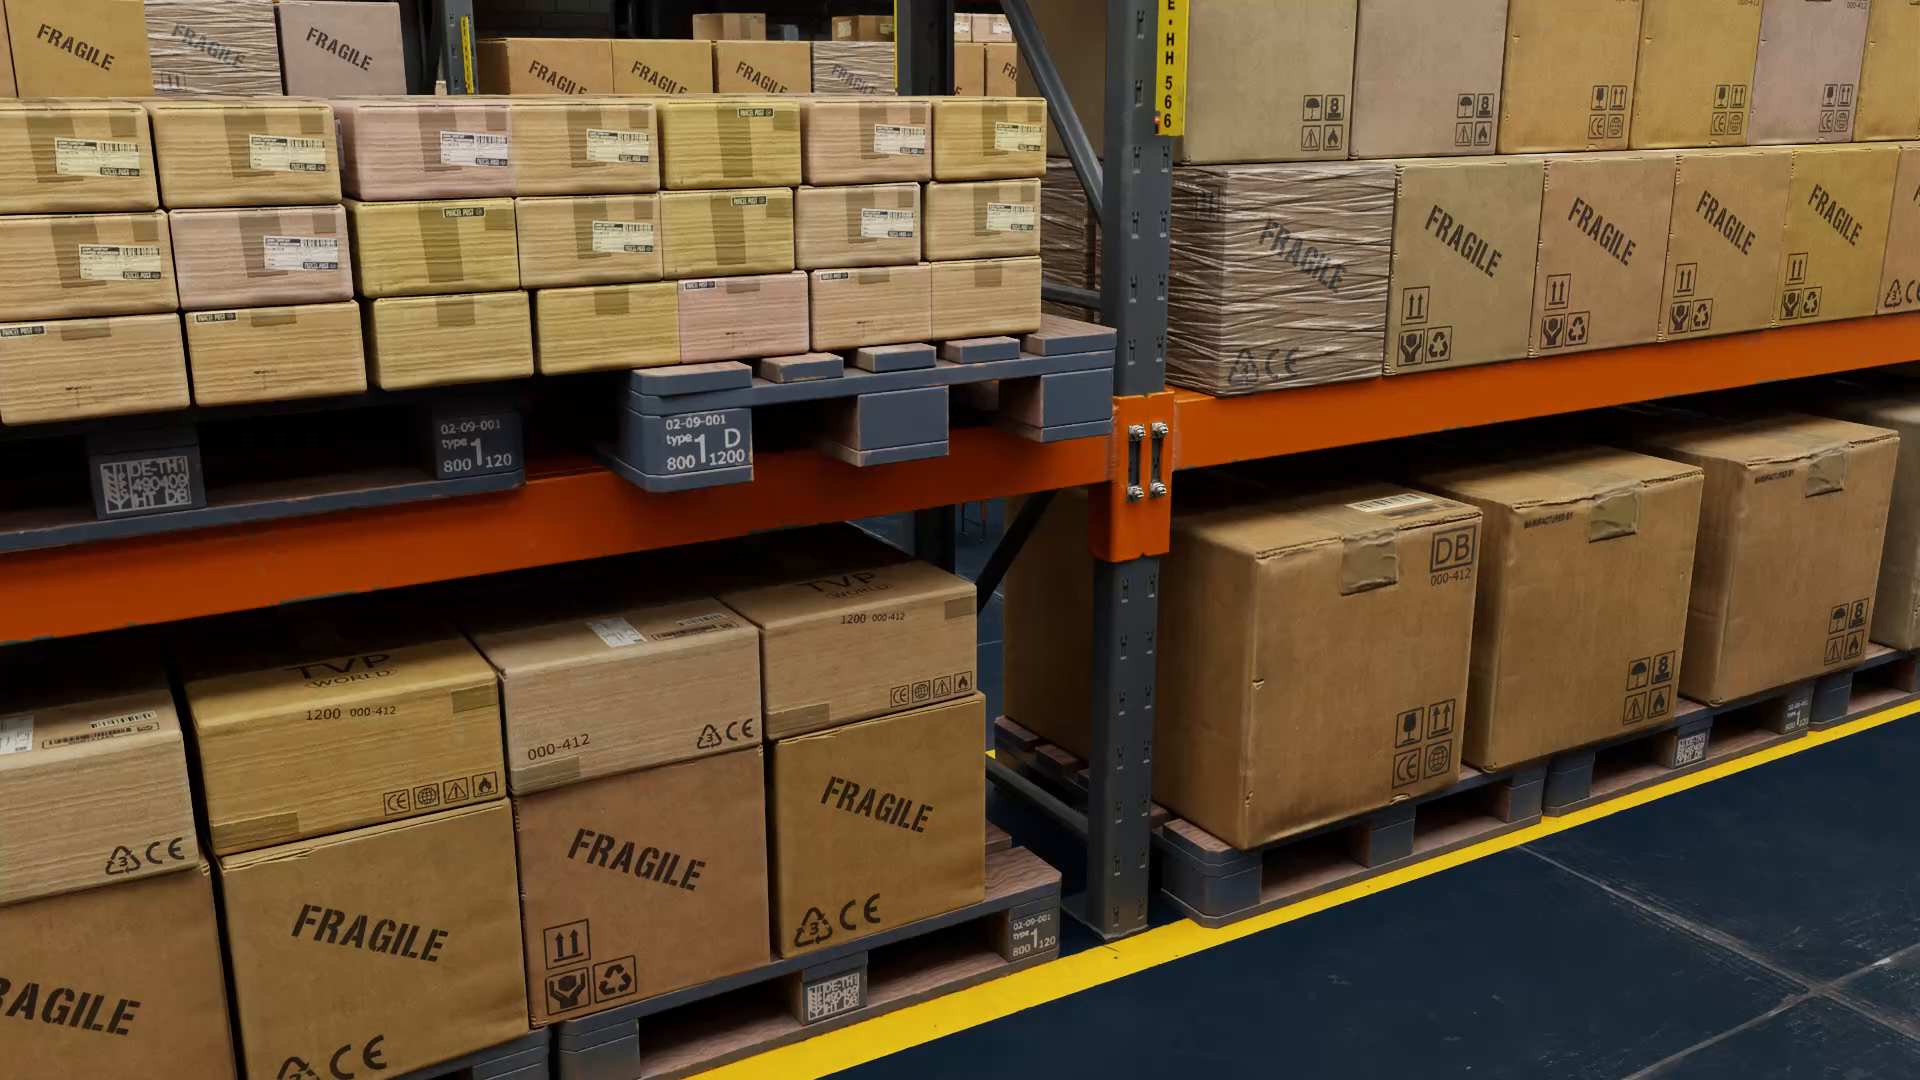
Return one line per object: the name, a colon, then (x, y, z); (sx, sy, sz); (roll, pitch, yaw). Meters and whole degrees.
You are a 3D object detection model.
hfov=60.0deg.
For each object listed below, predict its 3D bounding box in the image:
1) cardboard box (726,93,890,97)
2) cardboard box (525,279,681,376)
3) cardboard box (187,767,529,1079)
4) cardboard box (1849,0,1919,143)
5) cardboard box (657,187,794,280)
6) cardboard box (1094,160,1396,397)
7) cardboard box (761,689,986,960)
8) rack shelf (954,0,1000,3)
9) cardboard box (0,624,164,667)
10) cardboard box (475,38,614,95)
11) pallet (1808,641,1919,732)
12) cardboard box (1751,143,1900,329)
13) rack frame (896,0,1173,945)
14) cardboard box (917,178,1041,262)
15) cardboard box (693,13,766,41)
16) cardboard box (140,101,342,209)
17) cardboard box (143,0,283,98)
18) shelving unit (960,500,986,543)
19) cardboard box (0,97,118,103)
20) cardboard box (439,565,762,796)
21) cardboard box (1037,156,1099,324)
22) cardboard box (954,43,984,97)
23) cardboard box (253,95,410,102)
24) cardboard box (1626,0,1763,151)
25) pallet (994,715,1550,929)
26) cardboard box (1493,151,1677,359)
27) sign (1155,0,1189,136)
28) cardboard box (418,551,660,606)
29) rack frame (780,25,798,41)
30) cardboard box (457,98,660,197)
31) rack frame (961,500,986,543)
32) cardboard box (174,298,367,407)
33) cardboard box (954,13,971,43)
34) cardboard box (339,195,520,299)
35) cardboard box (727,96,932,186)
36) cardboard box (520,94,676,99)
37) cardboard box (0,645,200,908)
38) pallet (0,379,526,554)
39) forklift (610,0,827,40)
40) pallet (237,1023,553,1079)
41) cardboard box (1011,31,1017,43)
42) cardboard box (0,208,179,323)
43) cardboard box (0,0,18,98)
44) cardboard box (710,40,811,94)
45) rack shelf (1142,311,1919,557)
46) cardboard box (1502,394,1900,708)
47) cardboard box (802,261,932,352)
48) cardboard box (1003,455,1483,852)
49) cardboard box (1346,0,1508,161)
cardboard box: (-0.354, -0.951, 3.830); (0.250, 0.149, 0.380); (-9, 18, -30)
cardboard box: (-0.690, -0.406, 2.987); (0.250, 0.149, 0.380); (-9, 18, -30)
cardboard box: (-1.176, 0.699, 3.213); (0.500, 0.500, 0.500); (-10, 19, -32)
cardboard box: (2.712, -1.546, 5.331); (0.500, 0.500, 0.700); (-10, 18, -31)
cardboard box: (-0.496, -0.579, 3.054); (0.250, 0.149, 0.380); (-9, 18, -28)
cardboard box: (0.669, -0.651, 3.990); (0.500, 0.500, 0.500); (-9, 18, -29)
cardboard box: (-0.284, 0.550, 3.743); (0.500, 0.500, 0.500); (-9, 18, -30)
rack shelf: (0.093, -4.814, 14.802); (4.000, 0.370, 1.077); (-9, 18, -30)
cardboard box: (-1.882, 0.286, 3.296); (0.500, 0.250, 0.500); (-10, 19, -32)
cardboard box: (-1.986, -2.137, 7.961); (0.500, 0.500, 0.500); (-10, 18, -31)
pallet: (2.952, 0.308, 5.919); (1.213, 0.211, 1.003); (-9, 18, -30)
cardboard box: (2.398, -0.932, 4.994); (0.500, 0.500, 0.500); (-9, 18, -29)
rack frame: (0.145, -0.603, 4.004); (0.127, 3.000, 1.000); (-9, 18, -30)
cardboard box: (-0.044, -0.654, 3.320); (0.250, 0.149, 0.380); (-9, 18, -29)
cardboard box: (-1.233, -2.733, 8.886); (0.250, 0.149, 0.380); (-10, 19, -32)
cardboard box: (-1.148, -0.617, 2.640); (0.250, 0.149, 0.380); (-8, 18, -27)
cardboard box: (-3.235, -2.058, 7.158); (0.500, 0.500, 0.500); (-9, 18, -29)
shelving unit: (-0.046, -0.498, 7.242); (0.252, 1.050, 0.215); (-9, 18, -30)
cardboard box: (-1.692, -0.735, 3.058); (0.250, 0.149, 0.380); (-10, 18, -30)
cardboard box: (-0.733, 0.266, 3.369); (0.500, 0.250, 0.500); (-9, 18, -29)
cardboard box: (0.393, -0.776, 4.436); (0.500, 0.500, 0.500); (-9, 18, -30)
cardboard box: (-0.209, -2.427, 8.997); (0.500, 0.500, 0.500); (-9, 18, -28)
cardboard box: (-1.250, -0.806, 3.312); (0.250, 0.149, 0.380); (-8, 18, -27)
cardboard box: (1.845, -1.406, 4.832); (0.500, 0.500, 0.700); (-9, 18, -30)
pallet: (0.860, 0.647, 4.709); (1.213, 0.211, 1.003); (-9, 18, -30)
cardboard box: (1.536, -0.793, 4.495); (0.500, 0.500, 0.500); (-9, 18, -30)
sign: (0.433, -0.998, 3.415); (0.005, 0.325, 0.100); (-9, 18, -30)
cardboard box: (-1.005, 0.148, 3.790); (0.500, 0.250, 0.500); (-9, 18, -30)
rack frame: (-1.621, -3.438, 14.118); (0.127, 3.000, 1.000); (-9, 18, -30)
cardboard box: (-0.707, -0.688, 2.892); (0.250, 0.149, 0.380); (-9, 18, -28)
rack frame: (0.059, -0.515, 7.302); (0.008, 1.050, 0.200); (-9, 18, -30)
cardboard box: (-1.143, -0.332, 2.726); (0.250, 0.149, 0.380); (-9, 18, -28)
cardboard box: (-0.148, -2.738, 8.902); (0.250, 0.149, 0.380); (-10, 19, -32)
cardboard box: (-0.925, -0.510, 2.809); (0.250, 0.149, 0.380); (-9, 18, -30)
cardboard box: (-0.255, -0.762, 3.157); (0.250, 0.149, 0.380); (-9, 18, -30)
cardboard box: (-0.792, -0.880, 3.578); (0.250, 0.149, 0.380); (-9, 18, -30)
cardboard box: (-1.619, 0.407, 2.864); (0.500, 0.250, 0.500); (-8, 18, -28)
pallet: (-1.530, -0.226, 3.015); (1.213, 0.211, 1.003); (-9, 18, -30)
forklift: (-1.542, -2.664, 11.482); (3.031, 2.935, 1.130); (-9, 18, -30)
pallet: (-1.570, 1.016, 3.393); (1.213, 0.211, 1.003); (-9, 18, -30)
cardboard box: (0.353, -3.013, 9.884); (0.250, 0.149, 0.380); (-9, 18, -30)
cardboard box: (-1.369, -0.438, 2.551); (0.250, 0.149, 0.380); (-10, 18, -31)
cardboard box: (-4.101, -1.922, 6.672); (0.500, 0.500, 0.500); (-10, 18, -31)
cardboard box: (-1.091, -2.286, 8.495); (0.500, 0.500, 0.500); (-9, 18, -29)
rack shelf: (1.860, -0.535, 5.093); (4.000, 0.370, 1.077); (-9, 18, -30)
cardboard box: (2.260, -0.038, 5.377); (0.750, 0.750, 1.050); (-9, 18, -30)
cardboard box: (-0.254, -0.475, 3.236); (0.250, 0.149, 0.380); (-9, 18, -30)
cardboard box: (0.714, 0.214, 4.479); (0.750, 0.750, 1.050); (-9, 18, -30)
cardboard box: (0.968, -1.263, 4.322); (0.500, 0.500, 0.700); (-10, 18, -31)
